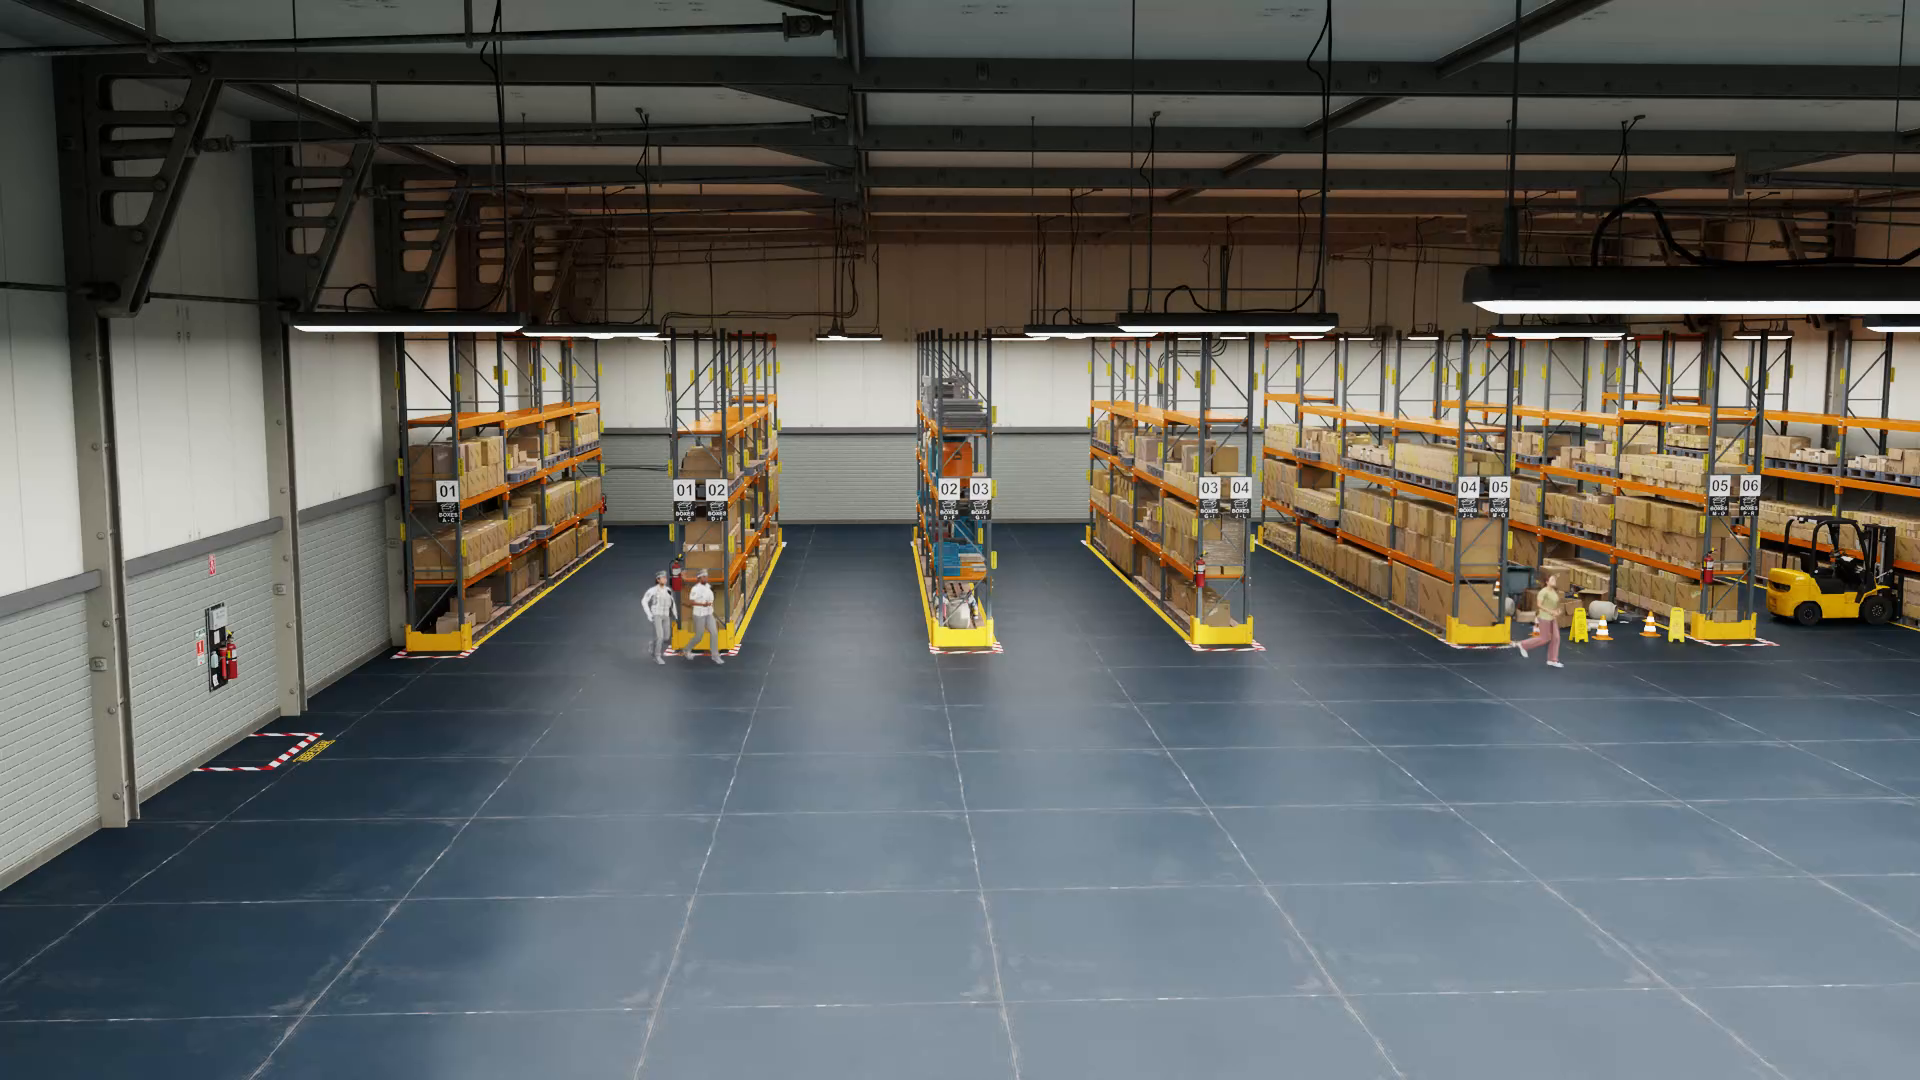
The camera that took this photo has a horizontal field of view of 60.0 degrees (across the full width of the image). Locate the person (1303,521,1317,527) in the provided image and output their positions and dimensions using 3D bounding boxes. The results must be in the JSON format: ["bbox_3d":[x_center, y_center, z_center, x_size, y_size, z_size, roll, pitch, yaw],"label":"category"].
[{"bbox_3d":[10.247,-0.909,48.927,0.656,1.737,0.870,-5,8,-34],"label":"person"}]

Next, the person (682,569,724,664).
[{"bbox_3d":[-4.629,1.364,29.832,0.853,1.724,0.608,3,8,26],"label":"person"}]

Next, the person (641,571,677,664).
[{"bbox_3d":[-5.425,1.381,30.102,0.670,1.647,0.559,-6,9,-40],"label":"person"}]

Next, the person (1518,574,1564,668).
[{"bbox_3d":[10.452,1.428,29.746,0.820,1.643,0.587,7,9,44],"label":"person"}]
